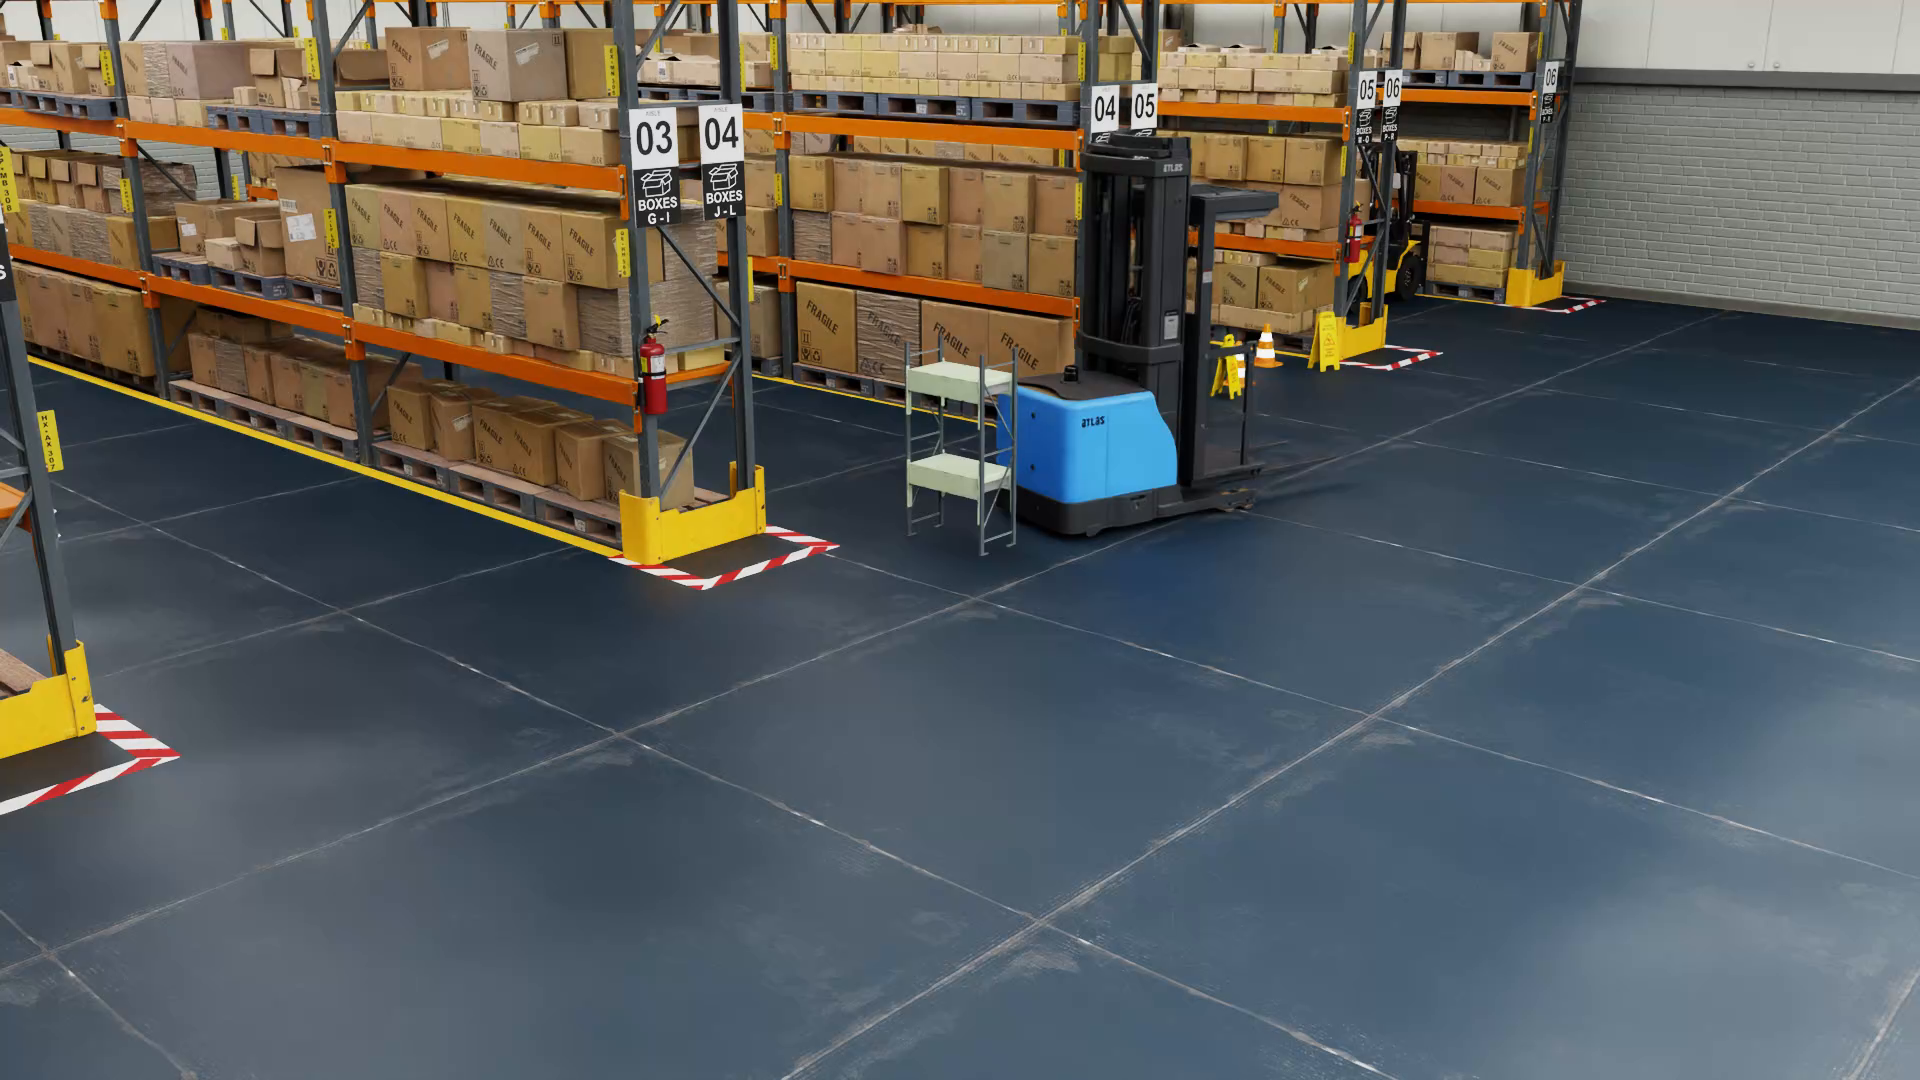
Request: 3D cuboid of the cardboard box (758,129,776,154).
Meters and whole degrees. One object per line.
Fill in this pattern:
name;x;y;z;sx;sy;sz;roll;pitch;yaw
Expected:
cardboard box;-2.652;-6.009;24.769;0.500;0.500;0.500;15;23;39

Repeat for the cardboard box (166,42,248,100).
cardboard box;-6.975;-4.357;15.430;0.500;0.500;0.500;14;22;38

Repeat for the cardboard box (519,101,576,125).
cardboard box;-2.942;-3.077;11.978;0.250;0.149;0.380;15;23;40

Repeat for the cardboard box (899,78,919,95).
cardboard box;-0.369;-4.397;16.104;0.250;0.149;0.380;15;23;40

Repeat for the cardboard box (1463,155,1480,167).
cardboard box;7.130;-5.229;22.891;0.250;0.149;0.380;16;23;40

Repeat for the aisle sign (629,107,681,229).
aisle sign;-2.083;-2.548;11.384;0.004;0.787;0.394;15;23;39

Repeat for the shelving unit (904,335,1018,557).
shelving unit;0.005;-0.714;12.381;0.755;1.500;0.431;15;23;39

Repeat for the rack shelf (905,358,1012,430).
rack shelf;0.005;-1.086;12.263;0.720;0.370;0.431;15;23;39

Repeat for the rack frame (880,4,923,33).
rack frame;-1.035;-10.024;29.321;0.127;3.000;1.000;15;23;39

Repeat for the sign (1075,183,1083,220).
sign;1.067;-3.036;14.914;0.005;0.325;0.100;15;23;39

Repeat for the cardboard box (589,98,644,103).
cardboard box;-2.539;-3.213;12.406;0.250;0.149;0.380;16;24;41

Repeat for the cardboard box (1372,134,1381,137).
cardboard box;6.164;-5.859;24.384;0.250;0.149;0.380;15;23;38

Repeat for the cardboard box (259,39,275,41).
cardboard box;-9.923;-7.199;24.139;0.250;0.149;0.380;15;23;40

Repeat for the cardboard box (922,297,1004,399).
cardboard box;0.227;-1.976;16.698;0.875;0.875;0.875;15;23;38

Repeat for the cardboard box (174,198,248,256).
cardboard box;-7.483;-3.144;16.700;0.500;0.500;0.500;12;21;33

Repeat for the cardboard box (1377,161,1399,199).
cardboard box;6.249;-5.150;23.714;0.500;0.500;0.500;15;23;40

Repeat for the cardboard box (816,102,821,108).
cardboard box;-2.744;-7.942;31.196;0.500;0.500;0.500;16;23;41

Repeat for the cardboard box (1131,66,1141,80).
cardboard box;2.196;-5.683;20.357;0.500;0.250;0.500;15;23;39

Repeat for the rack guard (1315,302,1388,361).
rack guard;4.591;-2.455;19.522;0.348;0.500;1.175;15;23;39

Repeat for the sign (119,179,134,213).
sign;-8.279;-3.421;16.519;0.005;0.325;0.100;15;23;39

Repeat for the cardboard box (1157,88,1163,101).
cardboard box;2.497;-5.421;20.191;0.250;0.149;0.380;14;22;38

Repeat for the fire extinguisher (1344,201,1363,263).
fire extinguisher;4.428;-3.467;18.706;0.183;0.674;0.296;15;23;39

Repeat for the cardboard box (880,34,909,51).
cardboard box;-0.554;-4.827;16.141;0.250;0.149;0.380;15;23;39

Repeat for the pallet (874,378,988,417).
pallet;-0.120;-1.550;17.147;1.213;0.211;1.003;15;23;39

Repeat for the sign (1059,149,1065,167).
sign;1.291;-4.860;21.053;0.005;0.325;0.100;15;23;39

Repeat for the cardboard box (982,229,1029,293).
cardboard box;0.705;-2.732;16.015;0.550;0.550;0.875;15;23;39

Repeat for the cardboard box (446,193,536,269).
cardboard box;-3.624;-2.412;12.944;0.500;0.500;0.500;15;23;39

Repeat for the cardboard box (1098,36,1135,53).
cardboard box;1.400;-4.568;15.326;0.250;0.149;0.380;15;23;40

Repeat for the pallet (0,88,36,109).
pallet;-10.187;-4.964;18.653;1.217;0.209;0.805;14;22;37

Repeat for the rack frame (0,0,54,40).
rack frame;-10.905;-6.658;18.715;0.127;3.000;1.000;15;23;39

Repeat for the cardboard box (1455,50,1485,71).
cardboard box;6.929;-6.517;22.593;0.258;0.266;0.396;15;23;39

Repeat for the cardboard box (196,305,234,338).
cardboard box;-7.392;-2.244;16.888;0.500;0.250;0.500;16;24;41

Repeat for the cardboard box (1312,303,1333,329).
cardboard box;4.228;-2.746;20.155;0.500;0.250;0.500;15;23;39

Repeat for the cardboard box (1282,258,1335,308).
cardboard box;4.210;-3.108;20.057;0.500;0.500;0.500;14;22;37

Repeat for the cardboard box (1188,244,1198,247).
cardboard box;3.975;-4.886;26.281;0.625;0.625;0.875;15;23;39

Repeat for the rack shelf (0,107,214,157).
rack shelf;-9.409;-4.484;18.012;4.000;0.370;1.077;15;23;39

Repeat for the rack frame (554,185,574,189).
rack frame;-4.546;-4.097;20.564;0.127;3.000;1.000;15;23;39

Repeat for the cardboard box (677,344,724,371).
cardboard box;-1.985;-1.381;12.419;0.250;0.149;0.380;15;23;39

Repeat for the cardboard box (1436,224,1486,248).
cardboard box;7.003;-4.244;23.225;0.500;0.250;0.500;16;23;40

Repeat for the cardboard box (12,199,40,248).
cardboard box;-10.350;-3.597;18.821;0.500;0.500;0.500;15;23;39

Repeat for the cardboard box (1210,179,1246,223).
cardboard box;3.316;-4.070;19.821;0.500;0.500;0.500;15;23;39

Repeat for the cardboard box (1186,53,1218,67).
cardboard box;2.893;-5.694;19.733;0.250;0.149;0.380;16;23;40

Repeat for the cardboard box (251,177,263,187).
cardboard box;-10.504;-5.445;25.225;0.250;0.149;0.380;15;23;39

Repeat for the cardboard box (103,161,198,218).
cardboard box;-8.449;-3.672;17.399;0.637;0.503;0.797;16;24;41

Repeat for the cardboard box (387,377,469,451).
cardboard box;-4.649;-1.112;14.594;0.500;0.500;0.500;14;22;38

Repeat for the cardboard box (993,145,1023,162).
cardboard box;0.787;-4.964;21.944;0.500;0.500;0.500;15;23;40

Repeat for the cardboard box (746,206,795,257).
cardboard box;-2.122;-3.386;18.158;0.500;0.500;0.500;15;23;39

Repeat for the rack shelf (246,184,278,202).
rack shelf;-9.033;-4.959;24.469;4.000;0.370;1.077;15;23;39

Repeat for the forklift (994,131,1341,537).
forklift;1.789;-1.739;13.247;3.031;2.935;1.130;-11;21;-31

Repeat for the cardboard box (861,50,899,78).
cardboard box;-0.618;-4.679;16.333;0.500;0.250;0.500;15;23;39

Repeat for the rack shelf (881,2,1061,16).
rack shelf;0.461;-9.089;28.225;4.000;0.370;1.077;15;23;39

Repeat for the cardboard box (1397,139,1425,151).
cardboard box;6.381;-5.585;23.521;0.250;0.149;0.380;15;23;40

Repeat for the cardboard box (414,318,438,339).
cardboard box;-4.224;-1.757;13.604;0.250;0.149;0.380;15;23;39

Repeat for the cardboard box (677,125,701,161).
cardboard box;-2.119;-2.903;12.089;0.500;0.250;0.500;16;24;41
